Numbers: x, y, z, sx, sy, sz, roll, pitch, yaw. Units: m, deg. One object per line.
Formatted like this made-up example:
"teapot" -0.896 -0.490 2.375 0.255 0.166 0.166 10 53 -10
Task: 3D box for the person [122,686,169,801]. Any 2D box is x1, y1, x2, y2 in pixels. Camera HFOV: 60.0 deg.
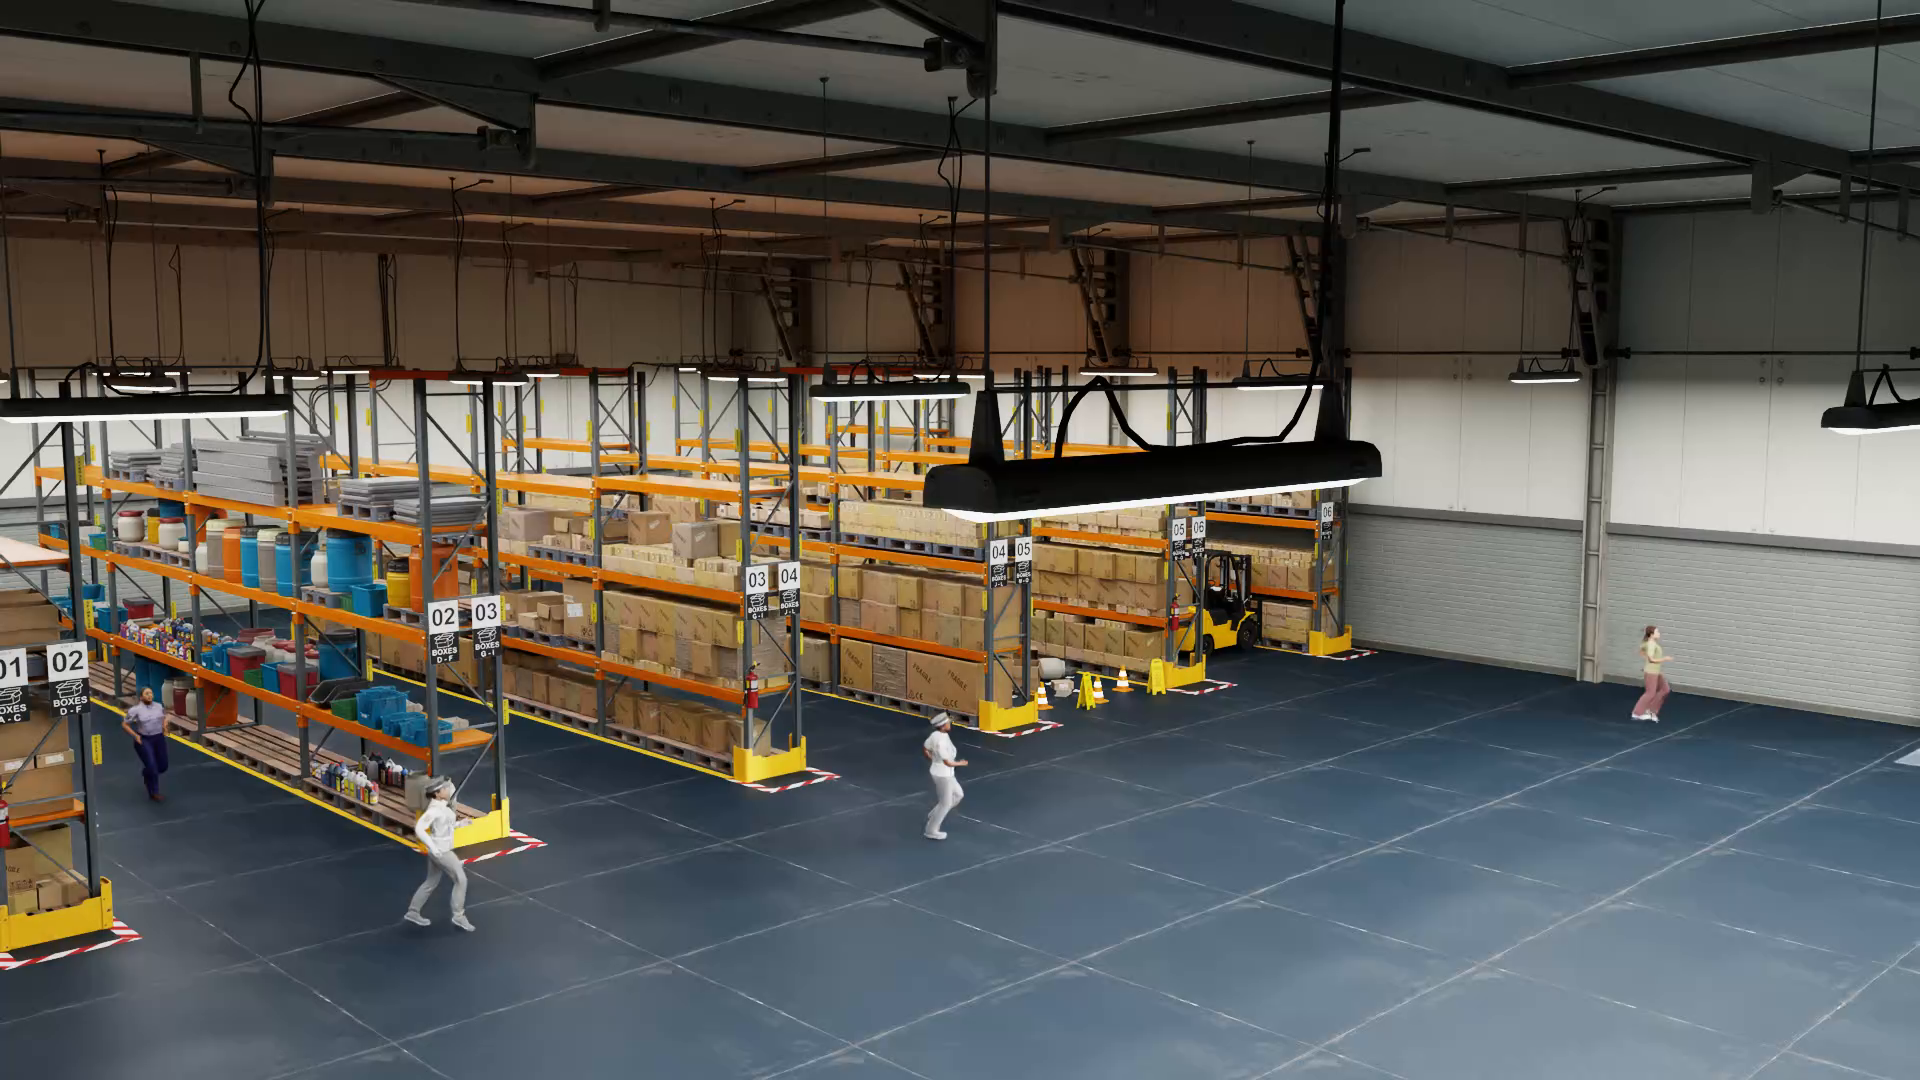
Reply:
"person" -11.522 2.874 23.617 0.685 1.602 0.615 5 8 35

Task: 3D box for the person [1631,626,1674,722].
"person" 11.862 2.301 28.452 0.633 1.689 0.560 3 7 26

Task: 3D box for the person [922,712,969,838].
"person" -0.181 3.056 21.703 0.587 1.662 0.558 -1 7 -11

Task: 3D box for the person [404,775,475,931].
"person" -5.704 3.442 18.189 0.764 1.753 0.584 -2 7 -20
